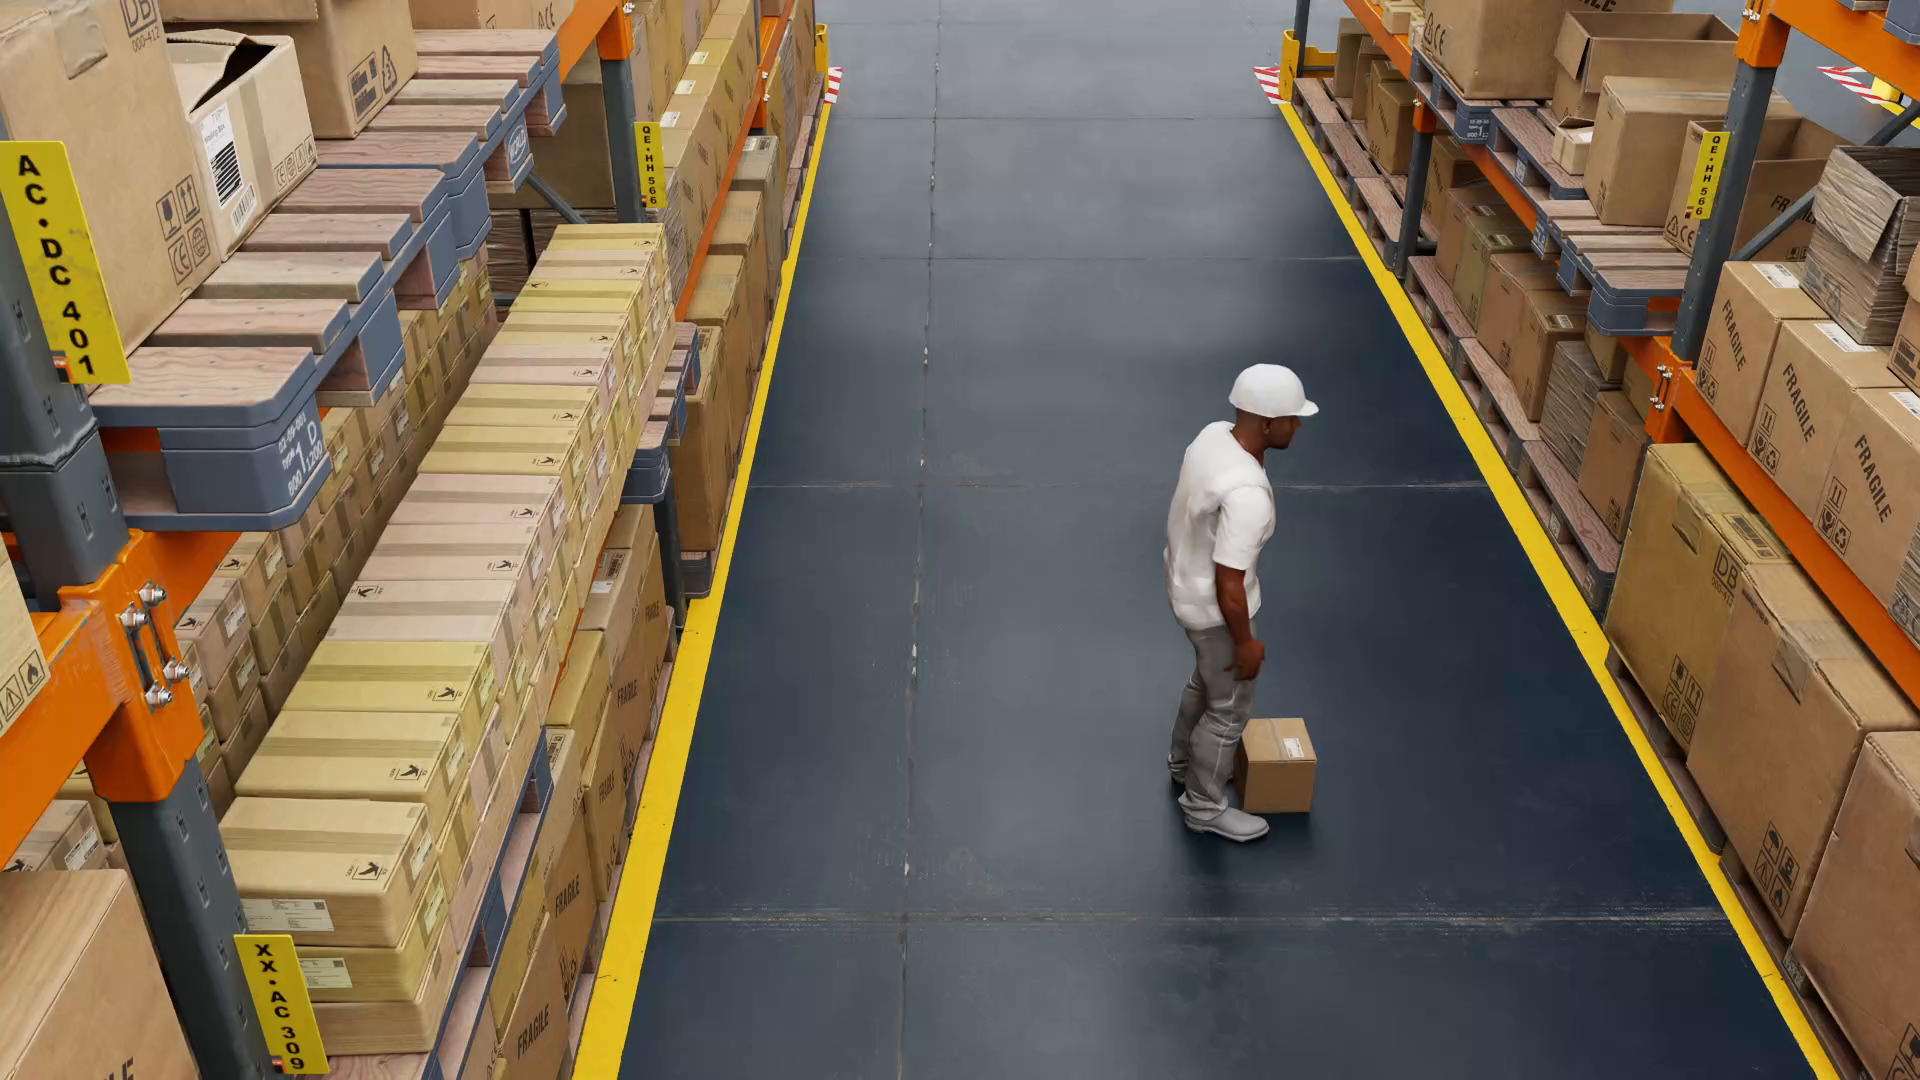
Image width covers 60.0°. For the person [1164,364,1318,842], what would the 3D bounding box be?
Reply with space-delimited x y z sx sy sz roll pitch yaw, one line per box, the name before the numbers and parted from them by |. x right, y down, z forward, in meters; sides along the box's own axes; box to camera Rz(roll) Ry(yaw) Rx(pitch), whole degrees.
person | 0.937 0.205 5.780 0.457 1.761 0.628 0 31 0
